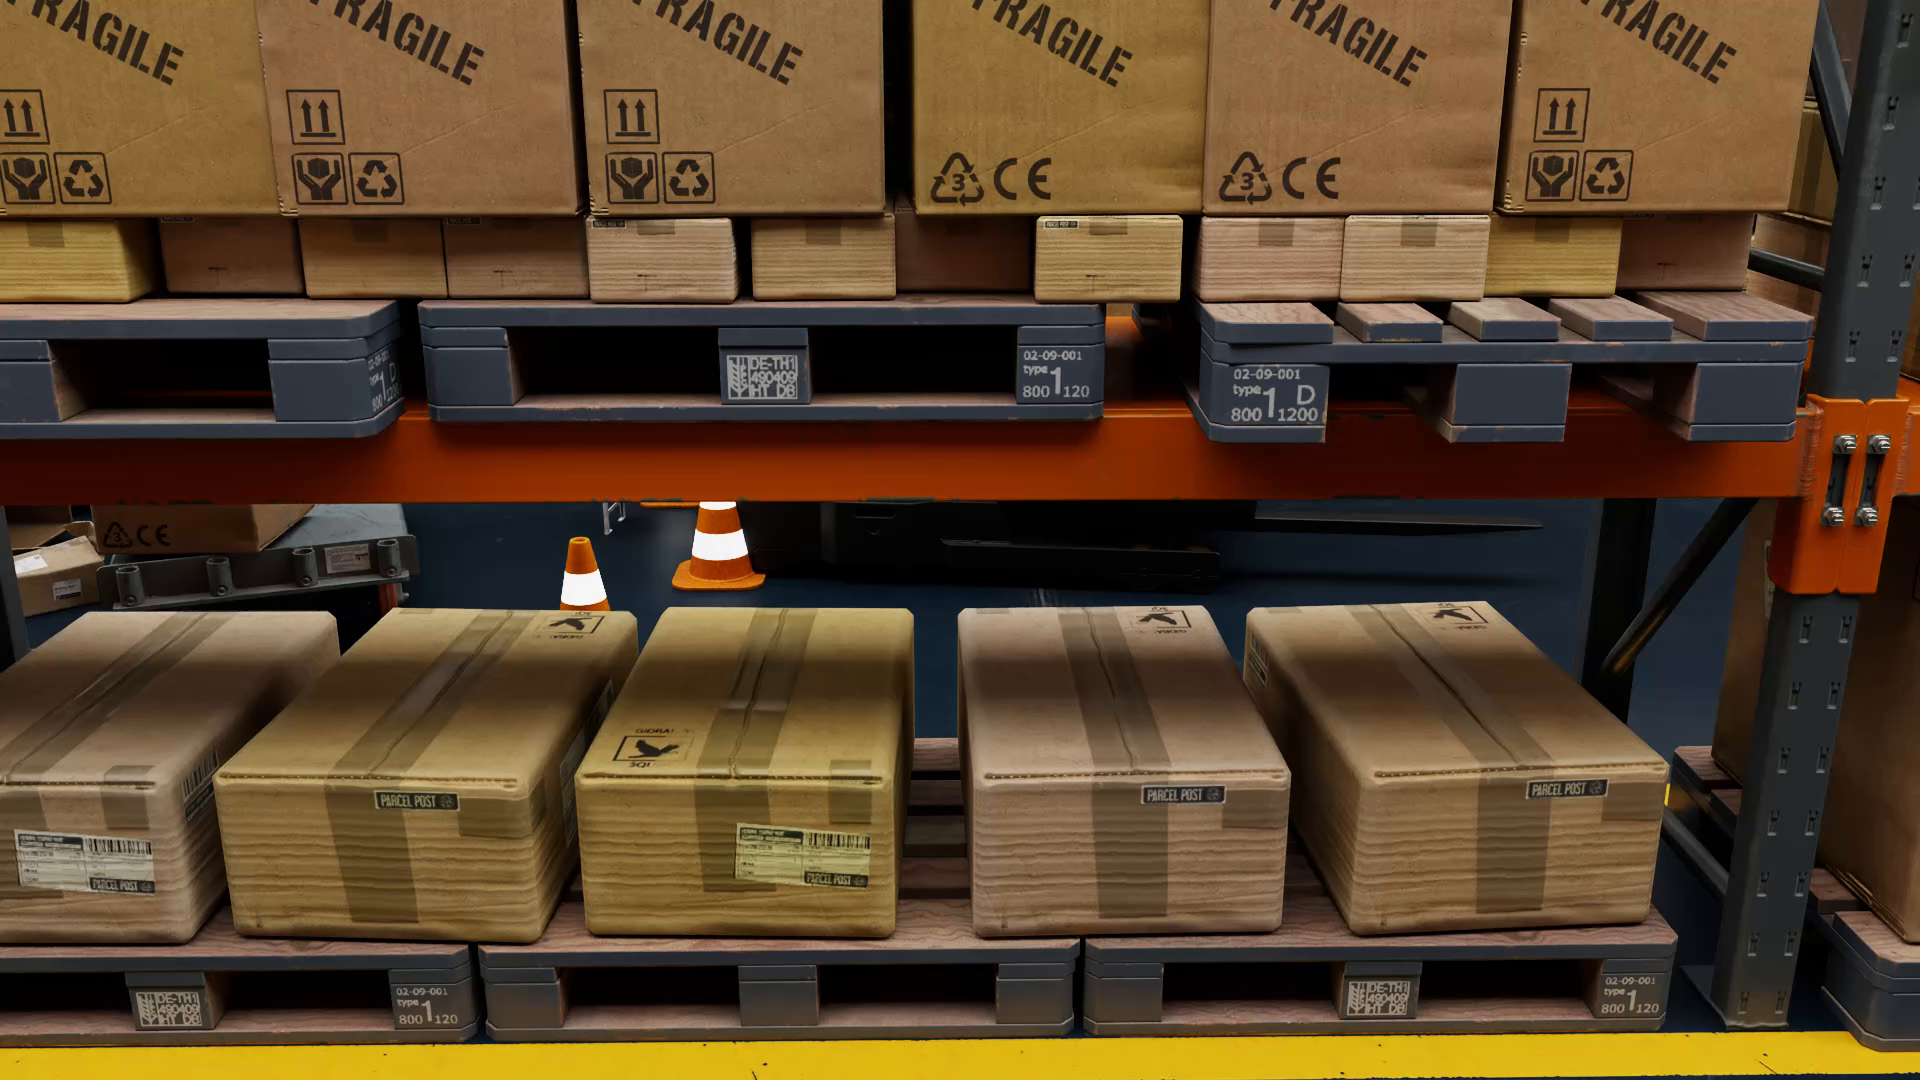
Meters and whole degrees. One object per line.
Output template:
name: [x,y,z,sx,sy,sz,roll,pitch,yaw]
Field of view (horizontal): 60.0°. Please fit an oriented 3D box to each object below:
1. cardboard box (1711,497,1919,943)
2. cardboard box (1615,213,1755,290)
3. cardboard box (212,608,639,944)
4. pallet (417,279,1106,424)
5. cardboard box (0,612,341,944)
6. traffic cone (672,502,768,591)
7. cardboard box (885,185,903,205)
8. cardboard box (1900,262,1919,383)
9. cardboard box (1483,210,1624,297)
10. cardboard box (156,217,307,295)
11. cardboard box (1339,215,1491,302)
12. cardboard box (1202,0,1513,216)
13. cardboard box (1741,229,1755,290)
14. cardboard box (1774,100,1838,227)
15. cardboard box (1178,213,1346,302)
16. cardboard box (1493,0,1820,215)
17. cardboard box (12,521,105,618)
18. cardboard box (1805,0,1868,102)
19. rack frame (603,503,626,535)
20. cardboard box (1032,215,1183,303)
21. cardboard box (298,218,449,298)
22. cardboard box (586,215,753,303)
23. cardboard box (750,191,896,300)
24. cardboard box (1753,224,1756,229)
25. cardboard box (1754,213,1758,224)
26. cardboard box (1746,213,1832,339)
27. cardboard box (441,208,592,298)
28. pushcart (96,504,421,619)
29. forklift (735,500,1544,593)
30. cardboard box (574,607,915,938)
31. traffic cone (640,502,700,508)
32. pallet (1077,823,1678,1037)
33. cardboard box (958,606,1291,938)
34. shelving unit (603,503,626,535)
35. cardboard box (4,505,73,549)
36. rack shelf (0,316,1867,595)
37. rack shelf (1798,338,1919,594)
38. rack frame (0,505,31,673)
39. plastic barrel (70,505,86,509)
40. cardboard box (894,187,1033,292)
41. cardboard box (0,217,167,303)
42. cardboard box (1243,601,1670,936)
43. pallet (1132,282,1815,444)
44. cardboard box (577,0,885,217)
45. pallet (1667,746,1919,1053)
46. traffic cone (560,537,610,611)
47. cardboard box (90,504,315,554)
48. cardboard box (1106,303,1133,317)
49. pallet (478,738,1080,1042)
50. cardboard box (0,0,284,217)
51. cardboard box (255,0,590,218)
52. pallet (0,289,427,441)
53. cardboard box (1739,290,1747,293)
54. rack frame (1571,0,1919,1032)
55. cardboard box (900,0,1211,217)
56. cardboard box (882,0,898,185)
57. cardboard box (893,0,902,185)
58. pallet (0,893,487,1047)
cardboard box: [2.318,0.260,3.618,0.875,0.875,0.875,0,18,-1]
cardboard box: [1.302,-0.581,3.172,0.250,0.149,0.380,0,18,1]
cardboard box: [-1.131,0.489,3.728,0.625,0.372,0.950,1,18,3]
pallet: [-0.353,-0.461,3.387,1.213,0.211,1.003,0,18,-1]
cardboard box: [-1.849,0.493,3.714,0.625,0.372,0.950,0,18,0]
traffic cone: [-0.882,-0.087,6.062,0.334,0.463,0.336,0,18,-1]
cardboard box: [-0.057,-0.698,3.536,0.250,0.149,0.380,0,18,1]
cardboard box: [2.119,-0.428,3.217,0.500,0.250,0.500,-1,18,-2]
cardboard box: [1.035,-0.558,3.099,0.250,0.149,0.380,0,18,0]
cardboard box: [-1.284,-0.564,3.120,0.250,0.149,0.380,1,18,3]
cardboard box: [0.784,-0.543,3.052,0.250,0.149,0.380,0,18,-1]
cardboard box: [0.659,-0.870,3.012,0.500,0.500,0.500,-1,18,-2]
cardboard box: [3.663,-1.385,8.133,0.500,0.250,0.500,-1,18,-3]
cardboard box: [2.106,-0.821,3.622,0.500,0.250,0.500,0,18,-1]
cardboard box: [0.532,-0.544,3.056,0.250,0.149,0.380,-1,18,-3]
cardboard box: [1.176,-0.876,3.030,0.500,0.500,0.500,-1,18,-2]
cardboard box: [-3.222,0.096,5.815,0.396,0.266,0.258,-15,23,-39]
cardboard box: [2.139,-1.180,3.515,0.500,0.500,0.500,-1,18,-2]
rack frame: [-1.393,-0.627,6.538,0.015,1.200,0.240,2,18,5]
cardboard box: [0.257,-0.538,3.039,0.250,0.149,0.380,0,18,0]
cardboard box: [-1.026,-0.553,3.084,0.250,0.149,0.380,0,18,0]
cardboard box: [-0.512,-0.539,3.041,0.250,0.149,0.380,0,18,1]
cardboard box: [-0.246,-0.549,3.073,0.250,0.149,0.380,-1,18,-3]
cardboard box: [4.191,-1.392,8.154,0.500,0.250,0.500,1,18,2]
cardboard box: [4.171,-1.545,8.631,0.500,0.250,0.500,0,18,1]
cardboard box: [2.127,-0.584,3.704,0.500,0.250,0.500,-1,18,-3]
cardboard box: [-0.779,-0.554,3.086,0.250,0.149,0.380,0,18,0]
pushcart: [-2.460,-0.002,5.937,0.936,0.377,1.648,-7,19,-20]
forklift: [0.621,-1.377,6.042,3.031,2.935,1.130,2,18,5]
cardboard box: [-0.435,0.485,3.740,0.625,0.372,0.950,0,18,1]
traffic cone: [-1.188,-0.403,7.047,0.334,0.463,0.336,0,18,-1]
pallet: [0.844,0.757,3.842,1.213,0.211,1.003,0,18,-1]
cardboard box: [0.323,0.483,3.746,0.625,0.372,0.950,-1,18,-2]
shelving unit: [-1.150,-0.620,6.516,0.503,1.200,0.258,2,18,5]
cardboard box: [-3.722,-0.200,6.125,0.503,0.637,0.797,0,18,-1]
rack shelf: [-0.374,-0.222,3.506,4.000,0.370,1.077,0,18,-1]
rack shelf: [3.626,-0.241,3.566,4.000,0.370,1.077,0,18,-1]
rack frame: [-2.374,-0.555,3.366,0.127,3.000,1.000,0,18,-1]
plastic barrel: [-3.663,-0.365,6.993,0.421,0.421,0.512,14,22,37]
cardboard box: [0.004,-0.576,3.155,0.250,0.149,0.380,0,18,0]
cardboard box: [-1.566,-0.540,3.043,0.250,0.149,0.380,0,18,0]
cardboard box: [1.061,0.477,3.765,0.625,0.372,0.950,-1,18,-5]
pallet: [0.915,-0.447,3.343,1.003,0.211,1.213,0,18,-1]
cardboard box: [-0.392,-0.865,2.996,0.500,0.500,0.500,-1,18,-3]
pallet: [2.415,0.773,3.792,1.213,0.211,1.003,0,18,-1]
traffic cone: [-1.156,0.220,5.105,0.334,0.463,0.336,0,18,-1]
cardboard box: [-2.432,-0.269,5.327,0.500,0.500,0.500,0,18,-1]
cardboard box: [0.836,-1.239,8.494,0.750,0.750,1.050,-1,18,-2]
pallet: [-0.372,0.762,3.826,1.213,0.211,1.003,0,18,-1]
cardboard box: [-1.400,-0.861,2.983,0.500,0.500,0.500,0,18,-1]
cardboard box: [-0.905,-0.859,2.978,0.500,0.500,0.500,0,18,-1]
pallet: [-1.607,-0.423,3.268,1.213,0.211,1.003,0,18,-1]
cardboard box: [3.684,-1.030,8.254,0.500,0.500,0.500,-1,18,-2]
rack frame: [1.626,-0.574,3.426,0.127,3.000,1.000,0,18,-1]
cardboard box: [0.154,-0.867,3.003,0.500,0.500,0.500,-1,18,-5]
cardboard box: [-0.380,-1.022,3.486,0.500,0.500,0.500,-1,18,-3]
cardboard box: [0.120,-1.022,3.486,0.500,0.500,0.500,0,18,0]
pallet: [-1.595,0.769,3.805,1.213,0.211,1.003,0,18,-1]
